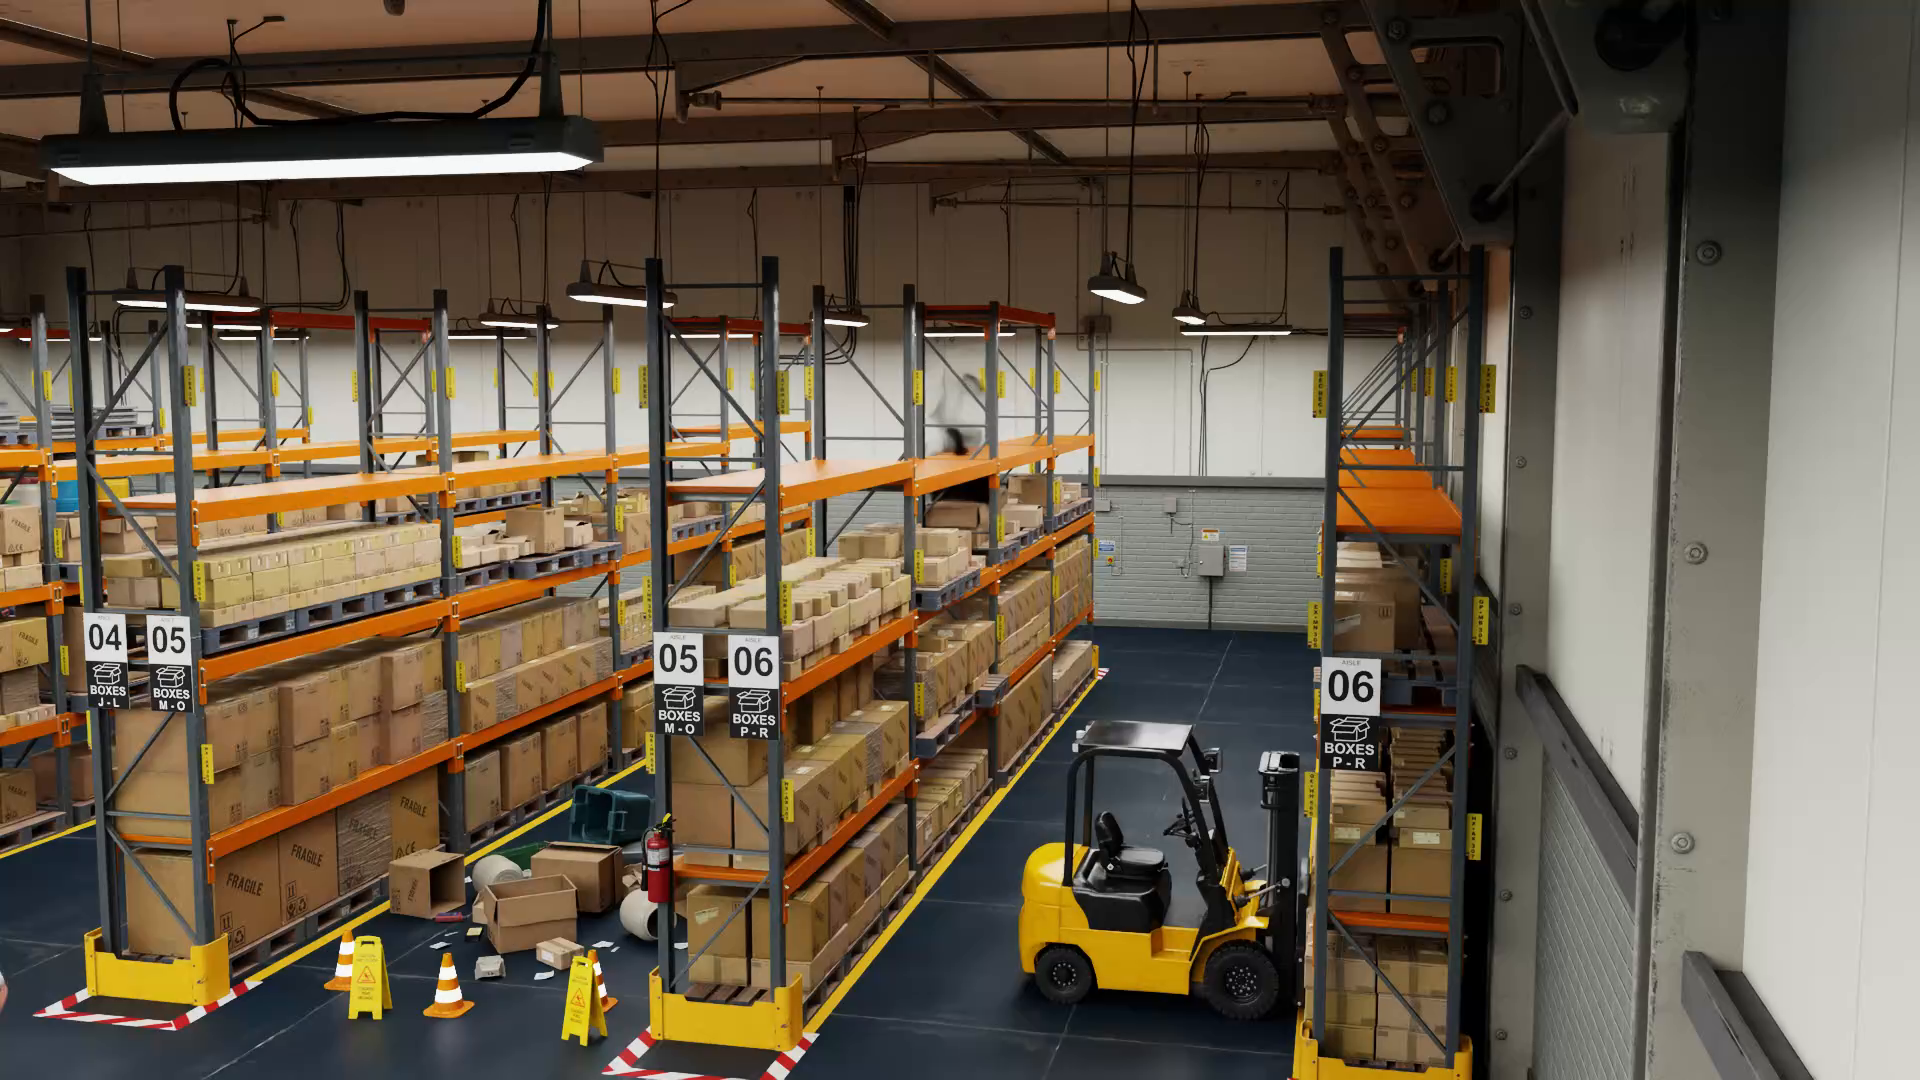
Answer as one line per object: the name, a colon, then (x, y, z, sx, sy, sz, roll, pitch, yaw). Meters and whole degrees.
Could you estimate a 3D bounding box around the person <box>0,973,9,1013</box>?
person: (-6.459, 3.233, 10.651, 0.659, 1.750, 0.603, -3, 7, -28)
